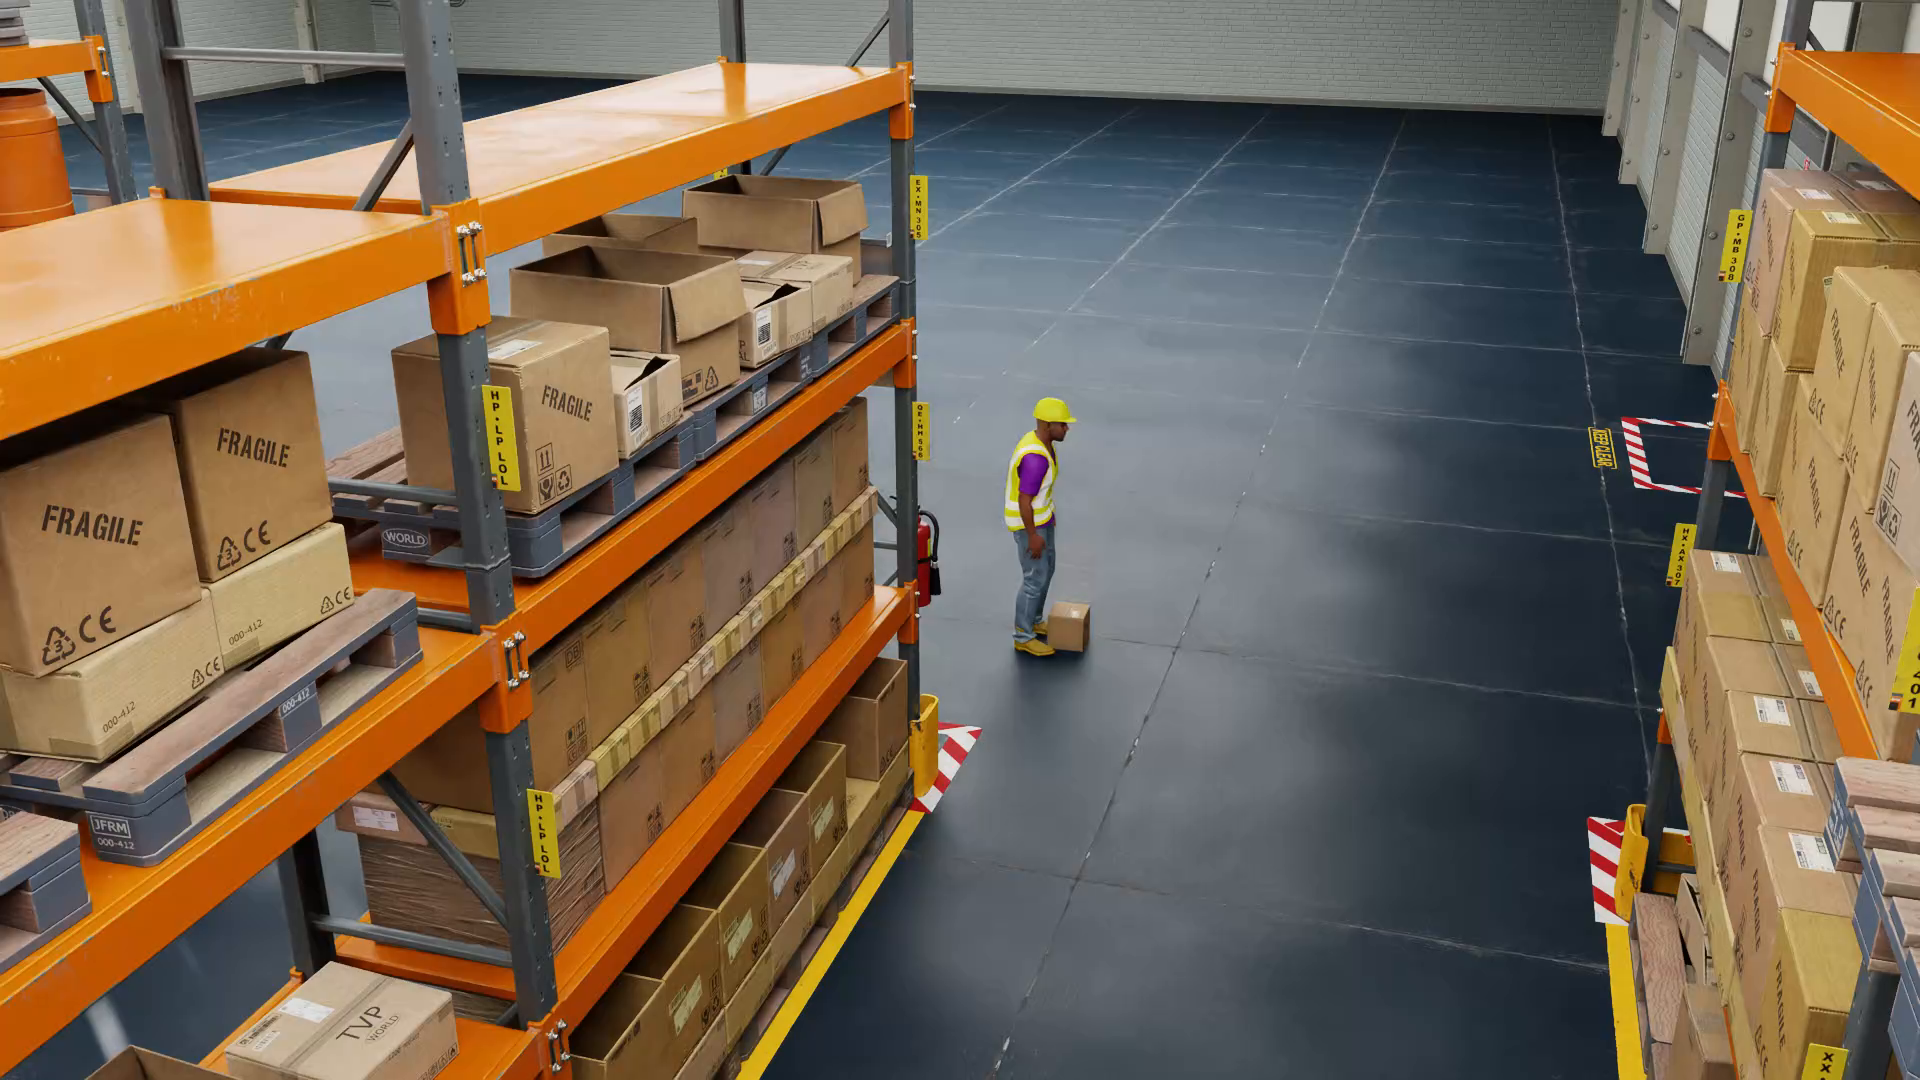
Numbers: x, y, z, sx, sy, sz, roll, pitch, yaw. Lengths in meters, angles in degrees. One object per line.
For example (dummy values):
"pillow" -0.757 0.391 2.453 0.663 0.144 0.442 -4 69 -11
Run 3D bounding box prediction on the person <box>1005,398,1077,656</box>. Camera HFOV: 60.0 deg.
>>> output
"person" 0.543 -0.119 11.367 0.462 1.755 0.633 5 22 12
